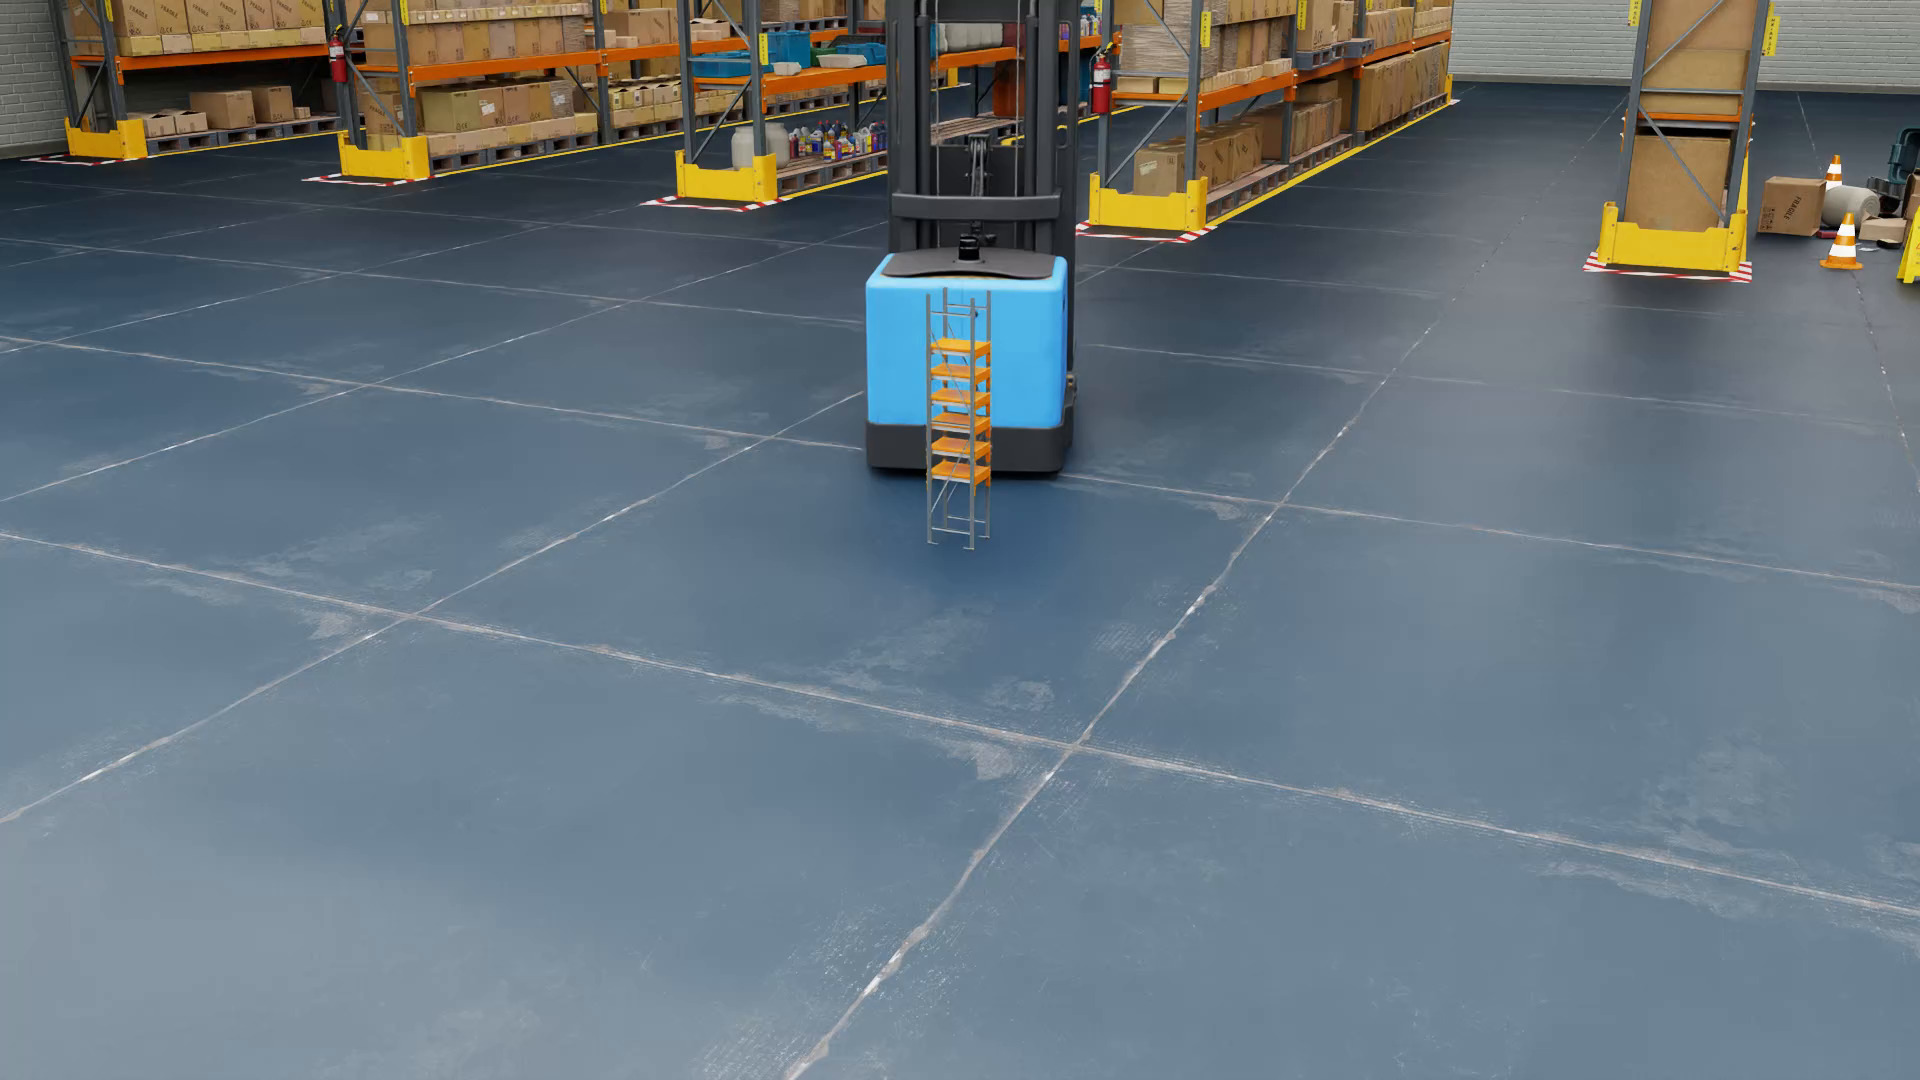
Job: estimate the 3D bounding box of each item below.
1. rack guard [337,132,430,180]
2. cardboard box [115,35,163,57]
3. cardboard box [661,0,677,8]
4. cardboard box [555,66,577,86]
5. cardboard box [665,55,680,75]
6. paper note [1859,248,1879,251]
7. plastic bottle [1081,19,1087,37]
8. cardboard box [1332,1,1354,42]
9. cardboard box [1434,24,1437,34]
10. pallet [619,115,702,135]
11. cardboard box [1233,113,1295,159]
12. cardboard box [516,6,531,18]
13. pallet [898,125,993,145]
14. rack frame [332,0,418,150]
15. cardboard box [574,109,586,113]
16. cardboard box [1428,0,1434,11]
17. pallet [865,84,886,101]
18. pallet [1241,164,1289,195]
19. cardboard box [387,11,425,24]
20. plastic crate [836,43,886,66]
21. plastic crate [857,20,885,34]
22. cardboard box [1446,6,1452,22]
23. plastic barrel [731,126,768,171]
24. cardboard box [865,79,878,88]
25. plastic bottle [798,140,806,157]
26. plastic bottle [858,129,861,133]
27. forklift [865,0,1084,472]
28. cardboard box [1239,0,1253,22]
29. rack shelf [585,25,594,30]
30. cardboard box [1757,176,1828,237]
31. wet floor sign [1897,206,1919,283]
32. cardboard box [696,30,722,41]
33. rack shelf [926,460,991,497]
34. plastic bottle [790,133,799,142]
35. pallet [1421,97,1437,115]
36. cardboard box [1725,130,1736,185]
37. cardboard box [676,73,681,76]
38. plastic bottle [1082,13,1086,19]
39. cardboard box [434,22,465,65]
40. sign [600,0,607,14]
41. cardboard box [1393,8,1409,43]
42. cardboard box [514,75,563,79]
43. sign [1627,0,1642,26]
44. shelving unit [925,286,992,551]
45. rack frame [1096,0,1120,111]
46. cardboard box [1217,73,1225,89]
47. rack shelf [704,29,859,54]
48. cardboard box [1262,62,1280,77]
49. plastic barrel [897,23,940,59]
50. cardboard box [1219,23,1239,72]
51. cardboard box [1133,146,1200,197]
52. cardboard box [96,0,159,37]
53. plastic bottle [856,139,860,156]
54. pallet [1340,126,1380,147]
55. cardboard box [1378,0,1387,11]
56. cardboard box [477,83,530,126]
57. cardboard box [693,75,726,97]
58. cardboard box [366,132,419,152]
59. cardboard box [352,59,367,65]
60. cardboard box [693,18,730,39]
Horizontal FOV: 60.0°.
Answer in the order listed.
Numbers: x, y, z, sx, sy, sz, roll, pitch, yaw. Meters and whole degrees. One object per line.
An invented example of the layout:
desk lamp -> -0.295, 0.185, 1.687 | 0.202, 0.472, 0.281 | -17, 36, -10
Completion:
rack guard -> -7.167, -4.786, 20.681 | 1.175, 0.500, 0.348 | 9, 21, 23
cardboard box -> -11.188, -6.694, 22.509 | 0.500, 0.250, 0.500 | 8, 21, 21
cardboard box -> -6.223, -10.845, 33.541 | 0.980, 0.700, 0.700 | 8, 21, 21
cardboard box -> -7.616, -8.754, 30.689 | 0.750, 0.750, 0.750 | 8, 21, 22
cardboard box -> -6.155, -9.706, 33.888 | 0.700, 0.500, 0.500 | 8, 21, 22
paper note -> 8.537, -2.733, 15.612 | 0.144, 0.017, 0.142 | 18, 26, 41
plastic bottle -> 1.997, -8.429, 27.377 | 0.152, 0.276, 0.135 | 9, 21, 23
cardboard box -> 4.833, -6.946, 22.249 | 0.700, 0.500, 0.500 | 12, 23, 31
cardboard box -> 7.959, -8.762, 28.506 | 0.380, 0.149, 0.250 | 9, 21, 24
pallet -> -4.755, -6.485, 25.889 | 1.003, 0.211, 1.213 | 9, 21, 23
cardboard box -> 3.788, -5.048, 20.760 | 0.700, 0.500, 0.500 | 7, 21, 19
cardboard box -> -5.956, -7.046, 22.188 | 0.380, 0.149, 0.250 | 9, 22, 24
pallet -> -0.217, -5.819, 24.016 | 1.003, 0.211, 1.213 | 9, 21, 23
rack frame -> -7.157, -5.971, 20.283 | 1.000, 3.000, 0.127 | 9, 21, 23
cardboard box -> -5.614, -6.263, 24.580 | 0.500, 0.250, 0.500 | 8, 21, 22
cardboard box -> 7.640, -9.123, 27.804 | 0.500, 0.500, 0.500 | 8, 21, 21
pallet -> -1.961, -8.535, 31.655 | 1.003, 0.211, 1.213 | 9, 21, 23
pallet -> 3.274, -4.310, 19.772 | 1.003, 0.211, 1.213 | 9, 21, 23
cardboard box -> -6.800, -6.414, 20.411 | 0.380, 0.149, 0.250 | 8, 21, 22
plastic crate -> -1.207, -6.068, 20.775 | 0.499, 0.251, 0.616 | 9, 21, 23
plastic crate -> -1.082, -6.733, 22.330 | 0.402, 0.464, 0.583 | 9, 21, 23
cardboard box -> 8.475, -9.387, 29.667 | 0.500, 0.250, 0.500 | 8, 21, 22
plastic barrel -> -2.440, -4.528, 19.310 | 0.421, 0.512, 0.421 | 0, 20, 0
cardboard box -> -1.874, -8.679, 31.252 | 0.500, 0.311, 0.500 | 9, 21, 23
plastic bottle -> -1.981, -4.905, 20.805 | 0.097, 0.201, 0.097 | 0, 20, 0
plastic bottle -> -1.226, -5.155, 21.395 | 0.152, 0.276, 0.135 | 9, 21, 23
forklift -> 0.151, -2.188, 9.748 | 1.130, 2.935, 3.031 | 2, 20, 5
cardboard box -> 2.768, -5.705, 17.448 | 0.500, 0.500, 0.500 | 9, 21, 23
rack shelf -> -7.583, -9.368, 30.907 | 1.077, 0.370, 4.000 | 9, 21, 23
cardboard box -> 8.301, -3.330, 16.583 | 0.500, 0.500, 0.500 | 13, 23, 32
wet floor sign -> 8.157, -2.510, 14.063 | 0.267, 0.644, 0.232 | 5, 20, 13
cardboard box -> -3.997, -7.986, 26.322 | 0.380, 0.149, 0.250 | 9, 21, 23
rack shelf -> -0.006, -0.293, 7.851 | 0.258, 0.103, 0.180 | 9, 21, 23
plastic bottle -> -2.102, -4.952, 20.824 | 0.152, 0.276, 0.135 | 8, 21, 21
pallet -> 7.674, -7.561, 28.915 | 1.003, 0.211, 1.213 | 9, 21, 23
cardboard box -> 8.173, -4.462, 18.770 | 1.050, 0.750, 0.750 | 8, 21, 22
cardboard box -> -4.363, -7.464, 27.119 | 0.500, 0.311, 0.500 | 9, 22, 25
plastic bottle -> 2.065, -8.629, 27.831 | 0.144, 0.351, 0.185 | 9, 21, 23
cardboard box -> -6.743, -6.321, 21.116 | 0.700, 0.500, 0.500 | 9, 22, 24
sign -> -5.012, -7.564, 23.350 | 0.100, 0.325, 0.005 | 9, 21, 23
cardboard box -> 6.642, -7.996, 25.825 | 0.500, 0.500, 0.500 | 9, 22, 24
cardboard box -> -5.995, -6.351, 23.708 | 0.500, 0.500, 0.500 | 9, 21, 23
sign -> 5.873, -4.635, 14.444 | 0.100, 0.325, 0.005 | 9, 21, 23
shelving unit -> -0.006, -0.561, 7.755 | 0.258, 1.200, 0.189 | 9, 21, 23
rack frame -> 2.274, -8.959, 28.683 | 1.000, 3.000, 0.127 | 9, 21, 23
cardboard box -> 2.533, -4.774, 17.292 | 0.380, 0.149, 0.250 | 9, 21, 23
rack shelf -> -3.062, -8.689, 28.999 | 1.077, 0.370, 4.000 | 9, 21, 23
cardboard box -> 3.428, -5.374, 18.979 | 0.380, 0.149, 0.250 | 9, 21, 23
plastic barrel -> -0.567, -6.826, 21.938 | 0.600, 0.901, 0.708 | 9, 21, 23
cardboard box -> 2.469, -5.279, 17.742 | 0.875, 0.500, 0.500 | 9, 21, 23
cardboard box -> 2.150, -3.820, 17.336 | 0.500, 0.500, 0.500 | 13, 23, 33
cardboard box -> -11.208, -7.047, 22.381 | 0.500, 0.500, 0.500 | 9, 21, 23
plastic bottle -> -1.307, -4.919, 20.844 | 0.097, 0.201, 0.097 | 0, 20, 0
pallet -> 5.547, -5.973, 24.450 | 1.003, 0.211, 1.213 | 9, 21, 23
cardboard box -> 6.007, -8.202, 24.909 | 0.797, 0.503, 0.637 | 9, 22, 24
cardboard box -> -6.118, -5.819, 22.211 | 0.500, 0.500, 0.500 | 9, 21, 23
cardboard box -> -4.078, -7.230, 26.461 | 0.500, 0.311, 0.500 | 8, 21, 22
cardboard box -> -7.207, -5.078, 21.248 | 0.500, 0.250, 0.500 | 9, 21, 23
cardboard box -> -9.576, -7.618, 26.867 | 0.500, 0.250, 0.500 | 8, 21, 22
cardboard box -> -4.070, -8.270, 26.878 | 0.500, 0.311, 0.500 | 10, 22, 26
